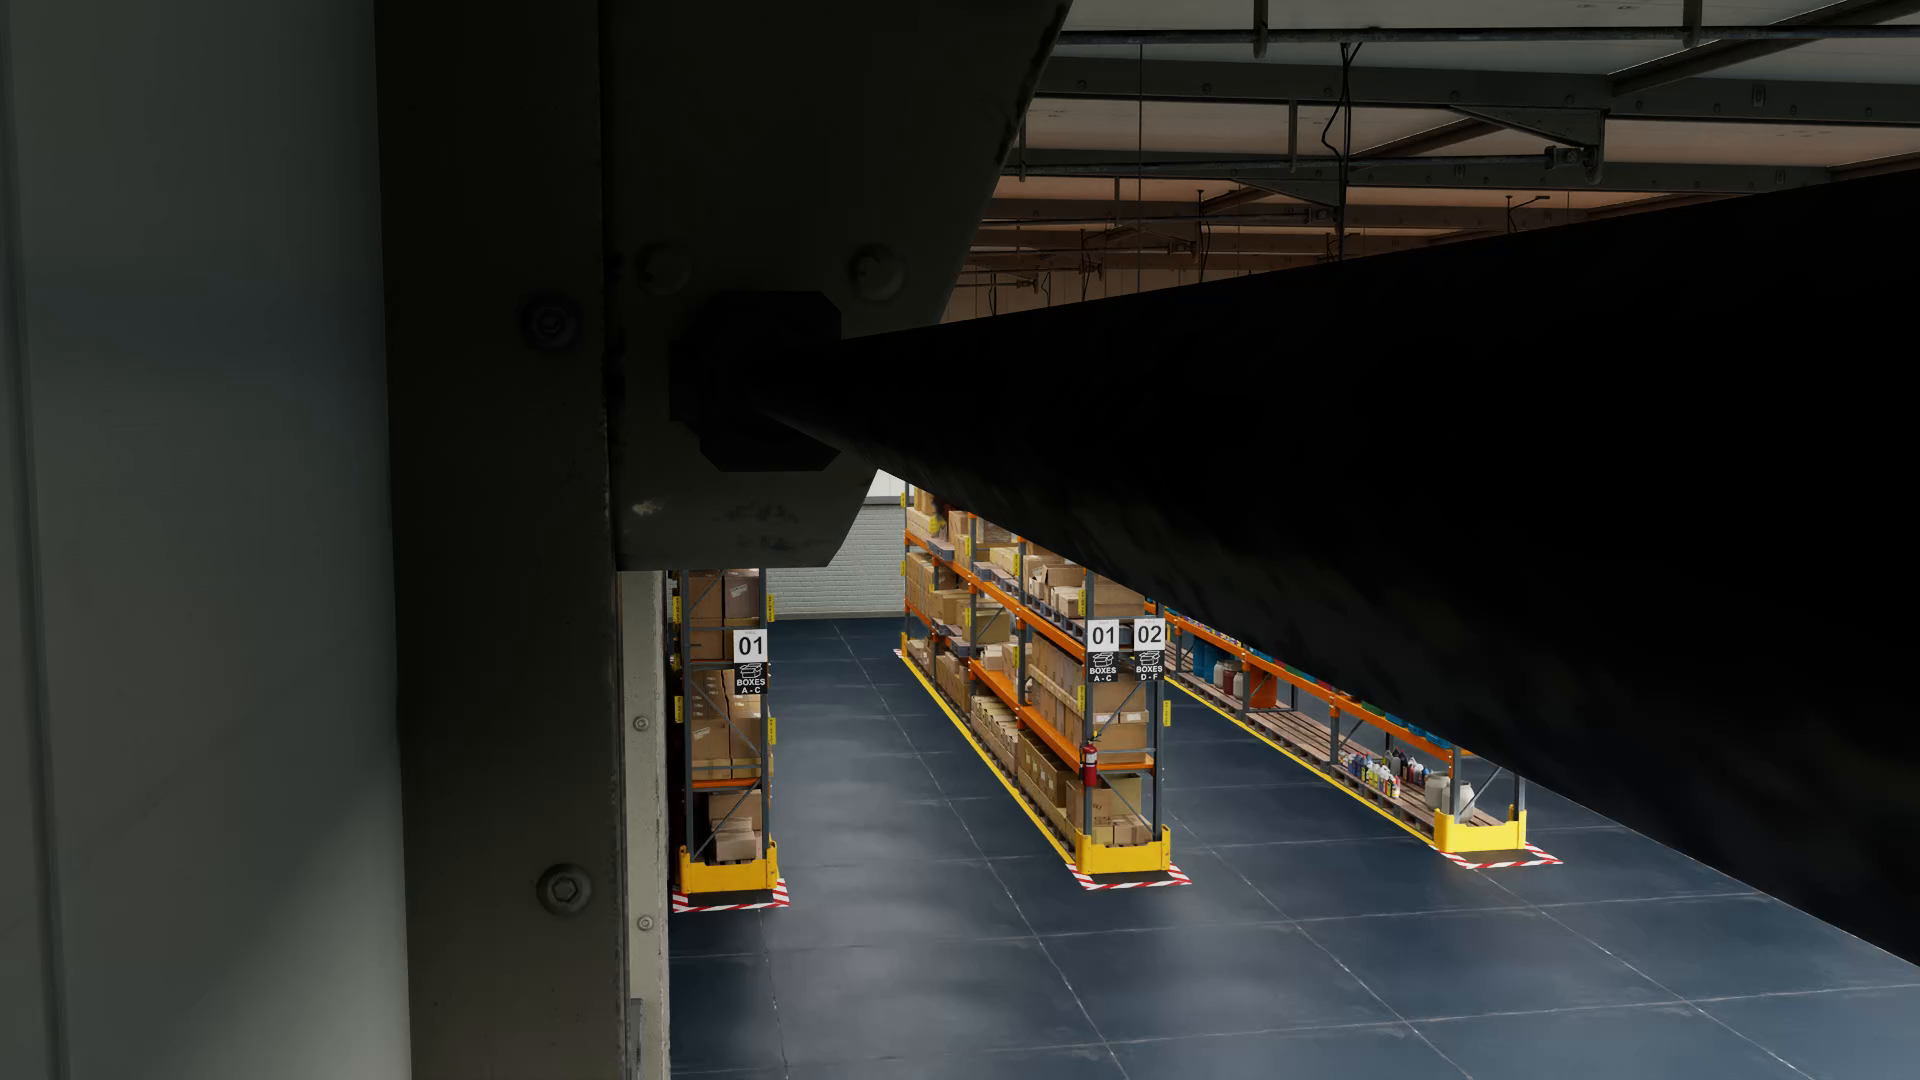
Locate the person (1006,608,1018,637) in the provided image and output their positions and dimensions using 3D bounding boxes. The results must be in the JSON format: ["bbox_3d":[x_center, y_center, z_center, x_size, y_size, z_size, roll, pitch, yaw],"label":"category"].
[{"bbox_3d":[1.024,1.546,36.130,0.552,1.672,0.787,-2,6,-19],"label":"person"}]
